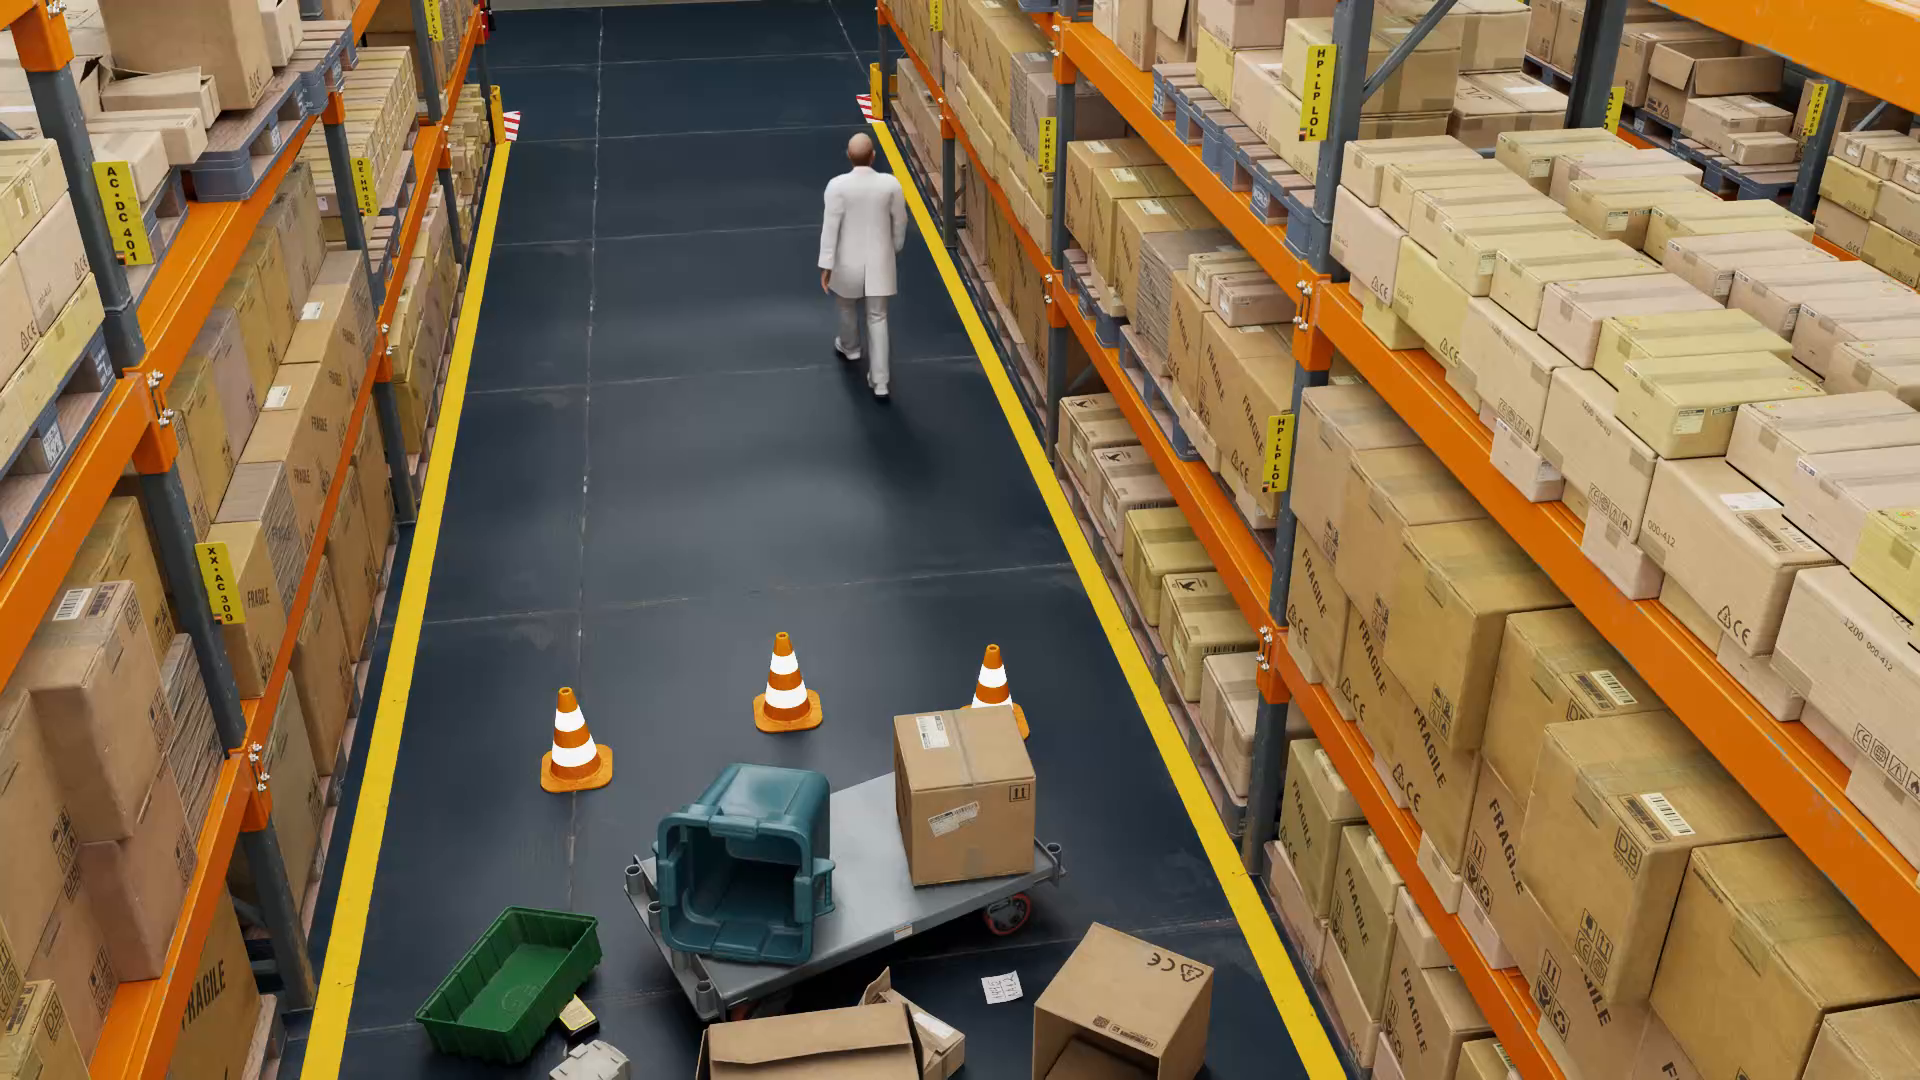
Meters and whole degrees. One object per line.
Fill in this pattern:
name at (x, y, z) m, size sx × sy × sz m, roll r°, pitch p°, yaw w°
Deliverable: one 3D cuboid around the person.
person at (-0.671, -1.960, 11.480) m, size 0.640 × 1.724 × 1.068 m, roll -4°, pitch 30°, yaw -6°
